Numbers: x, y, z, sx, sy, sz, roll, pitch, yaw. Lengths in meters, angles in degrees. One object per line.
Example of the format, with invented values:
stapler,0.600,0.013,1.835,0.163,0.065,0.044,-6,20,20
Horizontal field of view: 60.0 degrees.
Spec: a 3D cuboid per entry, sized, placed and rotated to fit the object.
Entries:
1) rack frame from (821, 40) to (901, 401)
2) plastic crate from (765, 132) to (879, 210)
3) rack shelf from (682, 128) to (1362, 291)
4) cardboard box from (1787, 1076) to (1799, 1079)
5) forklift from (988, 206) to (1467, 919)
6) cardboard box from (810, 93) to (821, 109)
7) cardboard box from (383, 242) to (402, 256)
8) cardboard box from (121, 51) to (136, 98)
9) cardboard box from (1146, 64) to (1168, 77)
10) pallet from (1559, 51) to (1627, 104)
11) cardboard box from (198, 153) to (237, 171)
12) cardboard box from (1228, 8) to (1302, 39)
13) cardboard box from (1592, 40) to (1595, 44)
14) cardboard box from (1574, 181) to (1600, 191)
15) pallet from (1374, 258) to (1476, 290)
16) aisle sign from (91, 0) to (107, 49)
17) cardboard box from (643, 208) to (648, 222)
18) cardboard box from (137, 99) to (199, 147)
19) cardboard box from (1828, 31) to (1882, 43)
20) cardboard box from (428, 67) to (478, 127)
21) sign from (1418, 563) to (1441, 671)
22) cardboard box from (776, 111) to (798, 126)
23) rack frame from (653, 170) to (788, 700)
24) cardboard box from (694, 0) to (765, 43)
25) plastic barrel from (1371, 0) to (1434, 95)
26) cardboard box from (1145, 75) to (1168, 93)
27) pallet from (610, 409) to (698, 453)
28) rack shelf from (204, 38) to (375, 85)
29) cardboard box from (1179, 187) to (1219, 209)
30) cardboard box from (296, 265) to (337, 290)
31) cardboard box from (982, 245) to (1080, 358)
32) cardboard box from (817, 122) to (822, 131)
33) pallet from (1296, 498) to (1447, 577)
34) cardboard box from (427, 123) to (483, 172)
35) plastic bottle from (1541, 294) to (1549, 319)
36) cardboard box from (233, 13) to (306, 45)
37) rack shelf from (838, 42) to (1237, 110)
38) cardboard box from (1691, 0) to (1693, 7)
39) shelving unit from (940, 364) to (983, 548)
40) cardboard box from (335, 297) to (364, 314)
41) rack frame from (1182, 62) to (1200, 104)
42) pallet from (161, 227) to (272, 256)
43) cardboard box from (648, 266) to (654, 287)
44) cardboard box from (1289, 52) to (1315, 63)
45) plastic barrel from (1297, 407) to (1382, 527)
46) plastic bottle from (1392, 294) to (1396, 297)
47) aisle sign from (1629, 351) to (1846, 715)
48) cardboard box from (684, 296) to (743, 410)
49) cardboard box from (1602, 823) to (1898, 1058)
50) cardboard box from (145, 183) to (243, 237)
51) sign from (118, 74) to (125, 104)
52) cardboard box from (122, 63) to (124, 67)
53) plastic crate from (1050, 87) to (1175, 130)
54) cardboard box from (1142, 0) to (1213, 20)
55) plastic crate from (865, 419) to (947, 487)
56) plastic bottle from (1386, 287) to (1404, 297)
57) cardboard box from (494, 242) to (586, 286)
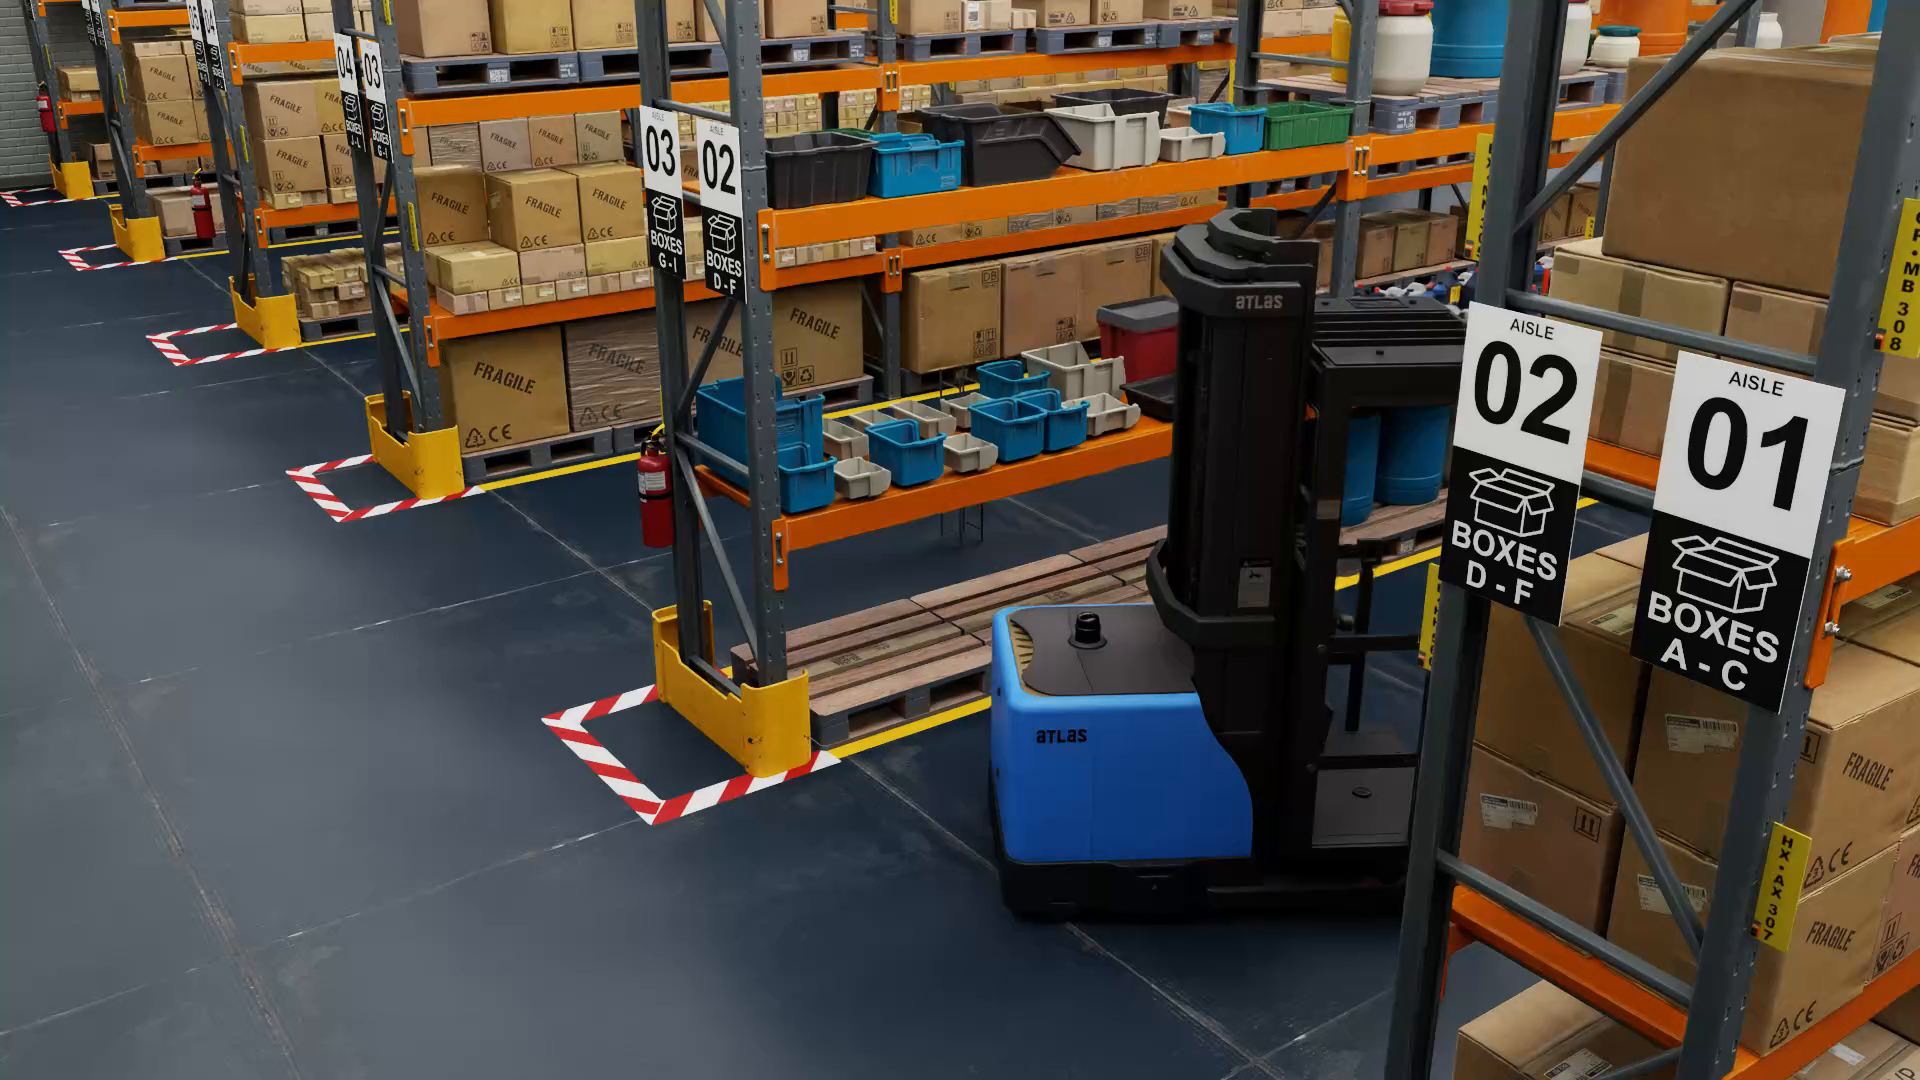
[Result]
rack frame,-0.854,-2.760,14.267,0.127,3.000,1.000,-15,26,-33
plastic crate,-0.733,-1.736,7.830,0.590,0.269,0.497,-15,26,-33
rack shelf,0.415,-1.896,9.025,4.000,0.370,1.077,-15,26,-33
cardboard box,2.694,2.019,5.407,0.500,0.250,0.500,-15,26,-33
forklift,1.673,0.087,7.224,3.031,2.935,1.130,-1,22,-3
cardboard box,-1.603,-4.972,18.778,0.250,0.149,0.380,-13,25,-30
cardboard box,-5.828,-2.990,17.319,0.250,0.149,0.380,-14,26,-31
cardboard box,-9.636,-5.563,19.806,0.500,0.500,0.500,-14,26,-31
cardboard box,2.426,-6.408,21.923,0.500,0.500,0.700,-15,26,-34
pallet,4.608,-3.305,11.840,1.213,0.211,1.003,-15,26,-33
cardboard box,-11.035,-5.764,24.600,0.500,0.500,0.500,-14,26,-32
cardboard box,2.923,-4.975,15.971,0.500,0.250,0.500,-14,26,-32
cardboard box,7.364,-5.490,19.222,0.500,0.500,0.500,-15,26,-33
cardboard box,7.905,-4.122,20.485,0.500,0.500,0.500,-8,23,-19
pallet,5.009,-3.028,18.699,1.213,0.211,1.003,-15,26,-33
aisle sign,-9.778,-5.981,18.829,0.004,0.787,0.394,-15,26,-33
cardboard box,-2.617,-2.482,13.369,0.500,0.250,0.500,-15,26,-33
cardboard box,-9.331,-4.940,19.594,0.500,0.500,0.500,-15,26,-33
cardboard box,2.888,-1.157,4.717,0.500,0.500,0.700,-15,26,-33
cardboard box,-5.144,-4.403,16.498,0.500,0.500,0.500,-16,27,-34
sign,1.374,0.231,4.782,0.005,0.325,0.100,-15,26,-33
cardboard box,-2.018,-4.723,18.557,0.250,0.149,0.380,-15,26,-34
rack frame,-1.208,-0.404,8.363,0.127,3.000,1.000,-15,26,-33
cardboard box,-1.893,-4.139,12.838,0.500,0.500,0.700,-13,25,-30
plastic barrel,2.612,-2.960,9.970,0.433,0.535,0.433,0,22,0
cardboard box,2.558,-5.859,21.897,0.500,0.500,0.500,-15,26,-33
pallet,-2.508,-1.059,13.764,1.213,0.211,1.003,-15,26,-33
rack shelf,-5.292,-4.901,16.553,4.000,0.370,1.077,-15,26,-33
cardboard box,2.137,-3.491,15.963,0.500,0.500,0.500,-14,26,-31
cardboard box,-6.292,-2.567,16.260,0.250,0.149,0.380,-16,27,-35
cardboard box,0.379,-2.307,15.430,0.875,0.875,1.225,-16,27,-35
cardboard box,-1.598,-4.697,18.893,0.250,0.149,0.380,-14,26,-31
pallet,2.689,-0.130,11.436,1.213,0.211,1.003,-15,26,-33
cardboard box,-5.155,-3.945,16.700,0.500,0.500,0.500,-16,27,-34
plastic bottle,4.020,-1.550,11.390,0.133,0.283,0.061,-15,26,-33
cardboard box,-6.402,-4.752,15.414,0.500,0.250,0.500,-14,26,-31
rack shelf,0.769,-4.252,14.929,4.000,0.370,1.077,-15,26,-33
cardboard box,8.240,-6.392,19.522,0.500,0.250,0.500,-15,26,-33
shelving unit,0.012,-0.560,11.182,0.189,1.200,0.258,-15,26,-33
cardboard box,-6.139,-2.378,16.588,0.250,0.149,0.380,-15,26,-33
rack frame,2.825,-6.006,22.400,0.127,3.000,1.000,-15,26,-33
pallet,-9.285,-3.777,20.578,1.213,0.211,1.003,-15,26,-33
cardboard box,-2.372,-2.089,12.923,0.250,0.149,0.380,-16,27,-34
cardboard box,4.468,-6.993,23.215,0.500,0.550,0.875,-15,26,-33
plastic barrel,2.490,-0.603,11.126,0.708,0.901,0.600,-15,26,-33
plastic bottle,2.964,-1.548,11.402,0.097,0.271,0.097,0,22,0
aisle sign,1.798,-0.018,3.886,0.004,0.787,0.394,-15,26,-33
cardboard box,-2.167,-1.655,13.797,0.875,0.875,0.875,-15,26,-33
cardboard box,2.196,1.023,4.650,0.500,0.500,0.500,-14,26,-32
cardboard box,-9.411,-4.054,20.399,0.875,0.438,0.875,-16,27,-35
sign,-9.569,-5.147,18.972,0.005,0.325,0.100,-15,26,-33
cardboard box,-12.153,-6.728,24.010,0.500,0.250,0.500,-15,26,-33
plastic crate,0.870,-2.416,9.534,0.590,0.269,0.497,-15,26,-33
cardboard box,1.940,-5.109,15.398,0.637,0.503,0.797,-13,25,-30
plastic crate,-0.281,-0.451,8.625,0.300,0.233,0.416,-15,26,-33
plastic bottle,2.985,-1.613,11.558,0.135,0.276,0.152,-15,26,-33
cardboard box,-3.136,-2.100,12.413,0.500,0.250,0.500,-15,26,-33
